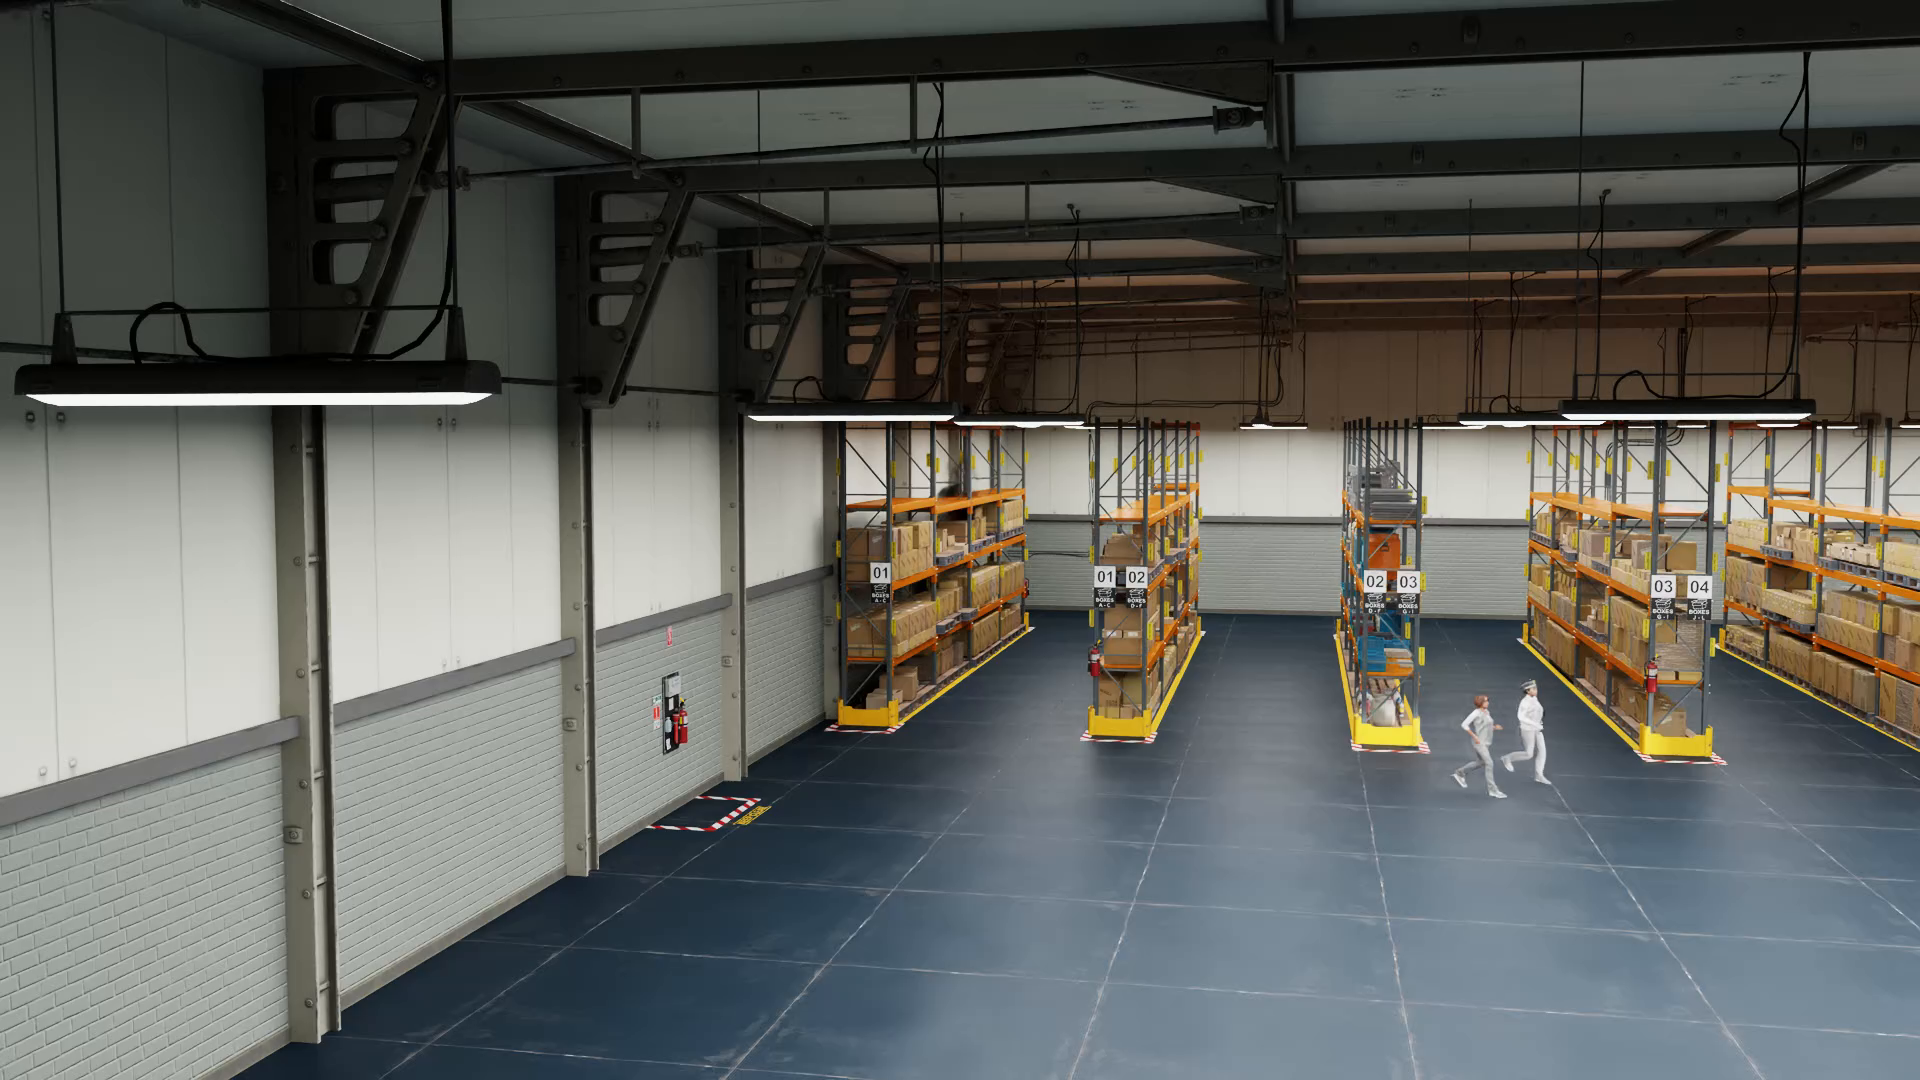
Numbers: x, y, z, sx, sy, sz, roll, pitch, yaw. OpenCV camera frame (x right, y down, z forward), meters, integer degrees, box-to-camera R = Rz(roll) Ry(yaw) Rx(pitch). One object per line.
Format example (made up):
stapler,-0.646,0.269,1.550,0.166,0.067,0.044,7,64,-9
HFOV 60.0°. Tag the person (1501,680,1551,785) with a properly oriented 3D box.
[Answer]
person,9.324,3.128,27.277,0.833,1.693,0.623,4,5,45

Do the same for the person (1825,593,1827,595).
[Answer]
person,22.056,2.155,42.257,0.617,1.648,0.596,1,4,9

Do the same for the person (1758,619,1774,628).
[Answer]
person,21.839,1.932,44.983,0.703,1.724,0.730,0,4,6

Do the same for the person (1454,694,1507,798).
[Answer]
person,8.178,3.222,26.132,0.893,1.559,0.539,3,5,38
